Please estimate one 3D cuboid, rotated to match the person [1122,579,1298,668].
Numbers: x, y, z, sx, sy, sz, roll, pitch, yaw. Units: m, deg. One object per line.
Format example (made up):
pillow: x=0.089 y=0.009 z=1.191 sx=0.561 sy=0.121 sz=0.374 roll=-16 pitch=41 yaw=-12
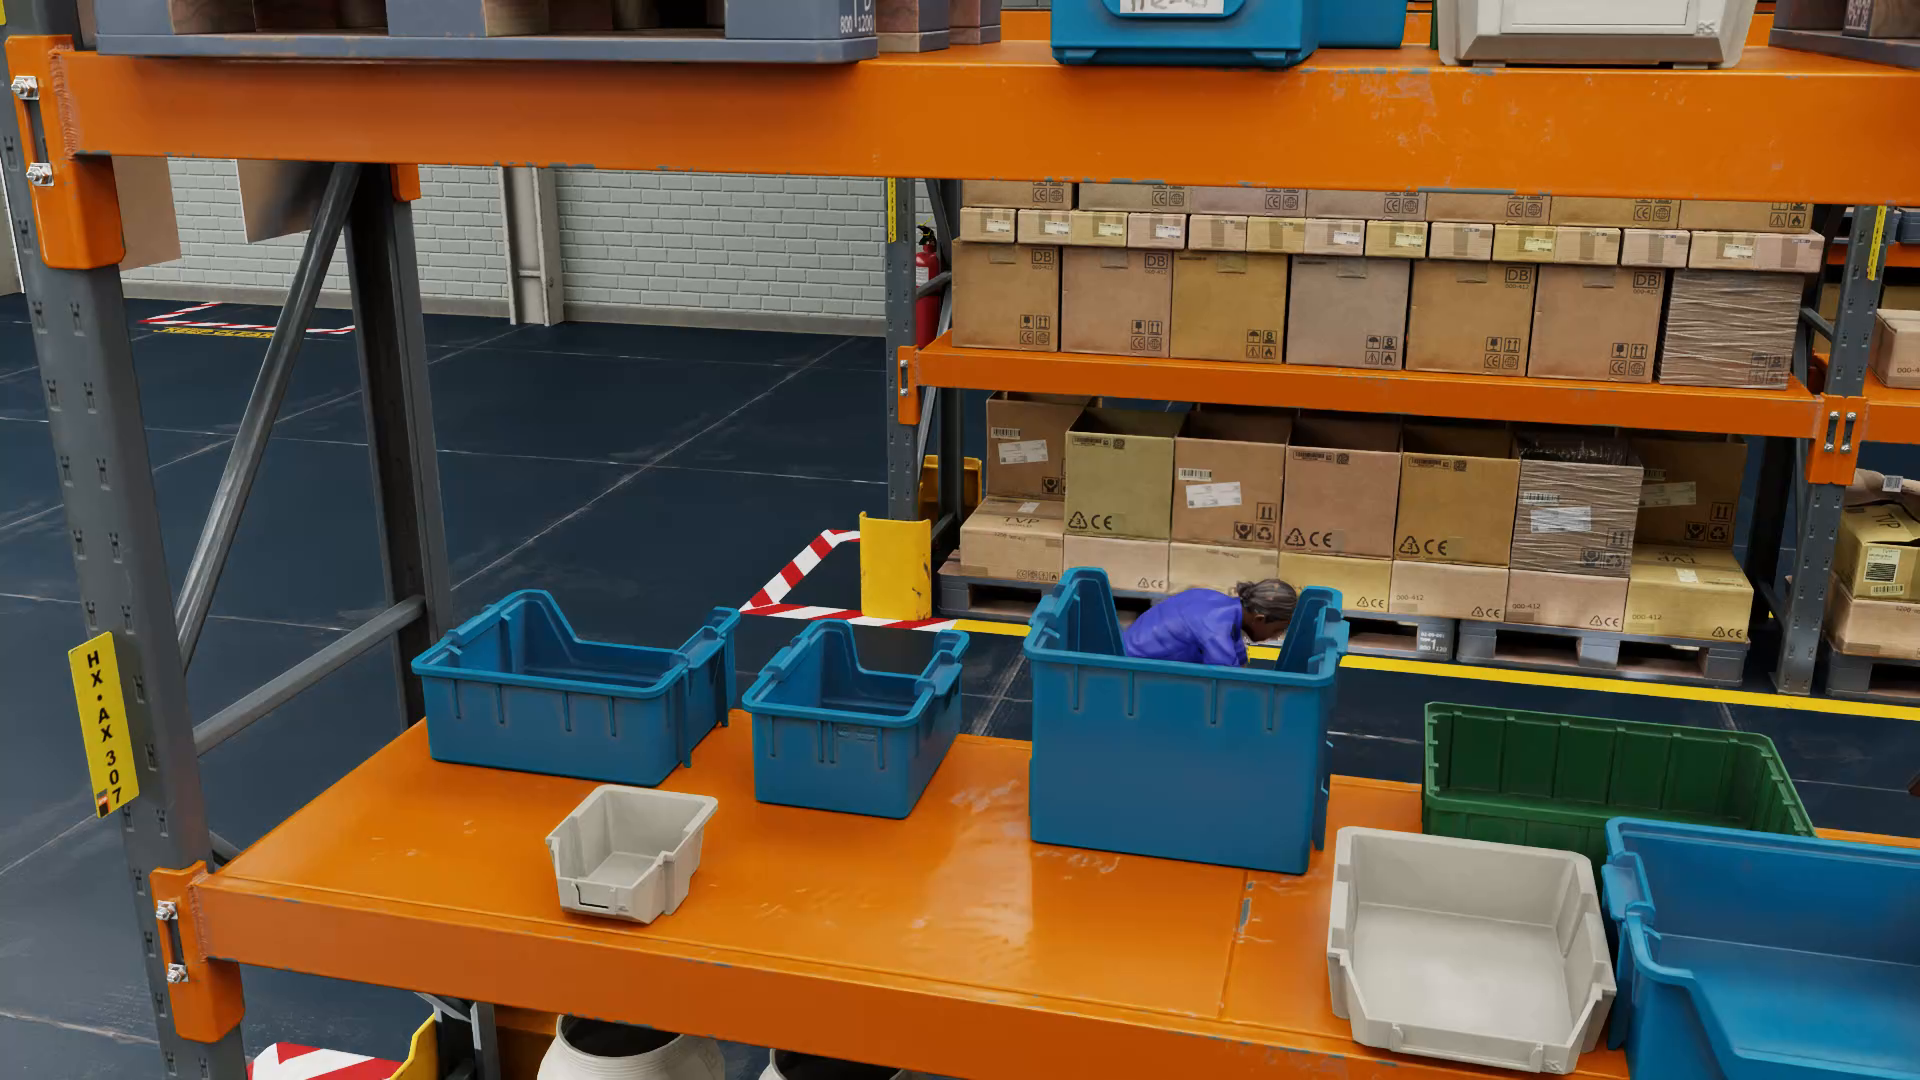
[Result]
person: x=0.829 y=0.559 z=6.109 sx=0.812 sy=0.893 sz=0.484 roll=5 pitch=19 yaw=13
